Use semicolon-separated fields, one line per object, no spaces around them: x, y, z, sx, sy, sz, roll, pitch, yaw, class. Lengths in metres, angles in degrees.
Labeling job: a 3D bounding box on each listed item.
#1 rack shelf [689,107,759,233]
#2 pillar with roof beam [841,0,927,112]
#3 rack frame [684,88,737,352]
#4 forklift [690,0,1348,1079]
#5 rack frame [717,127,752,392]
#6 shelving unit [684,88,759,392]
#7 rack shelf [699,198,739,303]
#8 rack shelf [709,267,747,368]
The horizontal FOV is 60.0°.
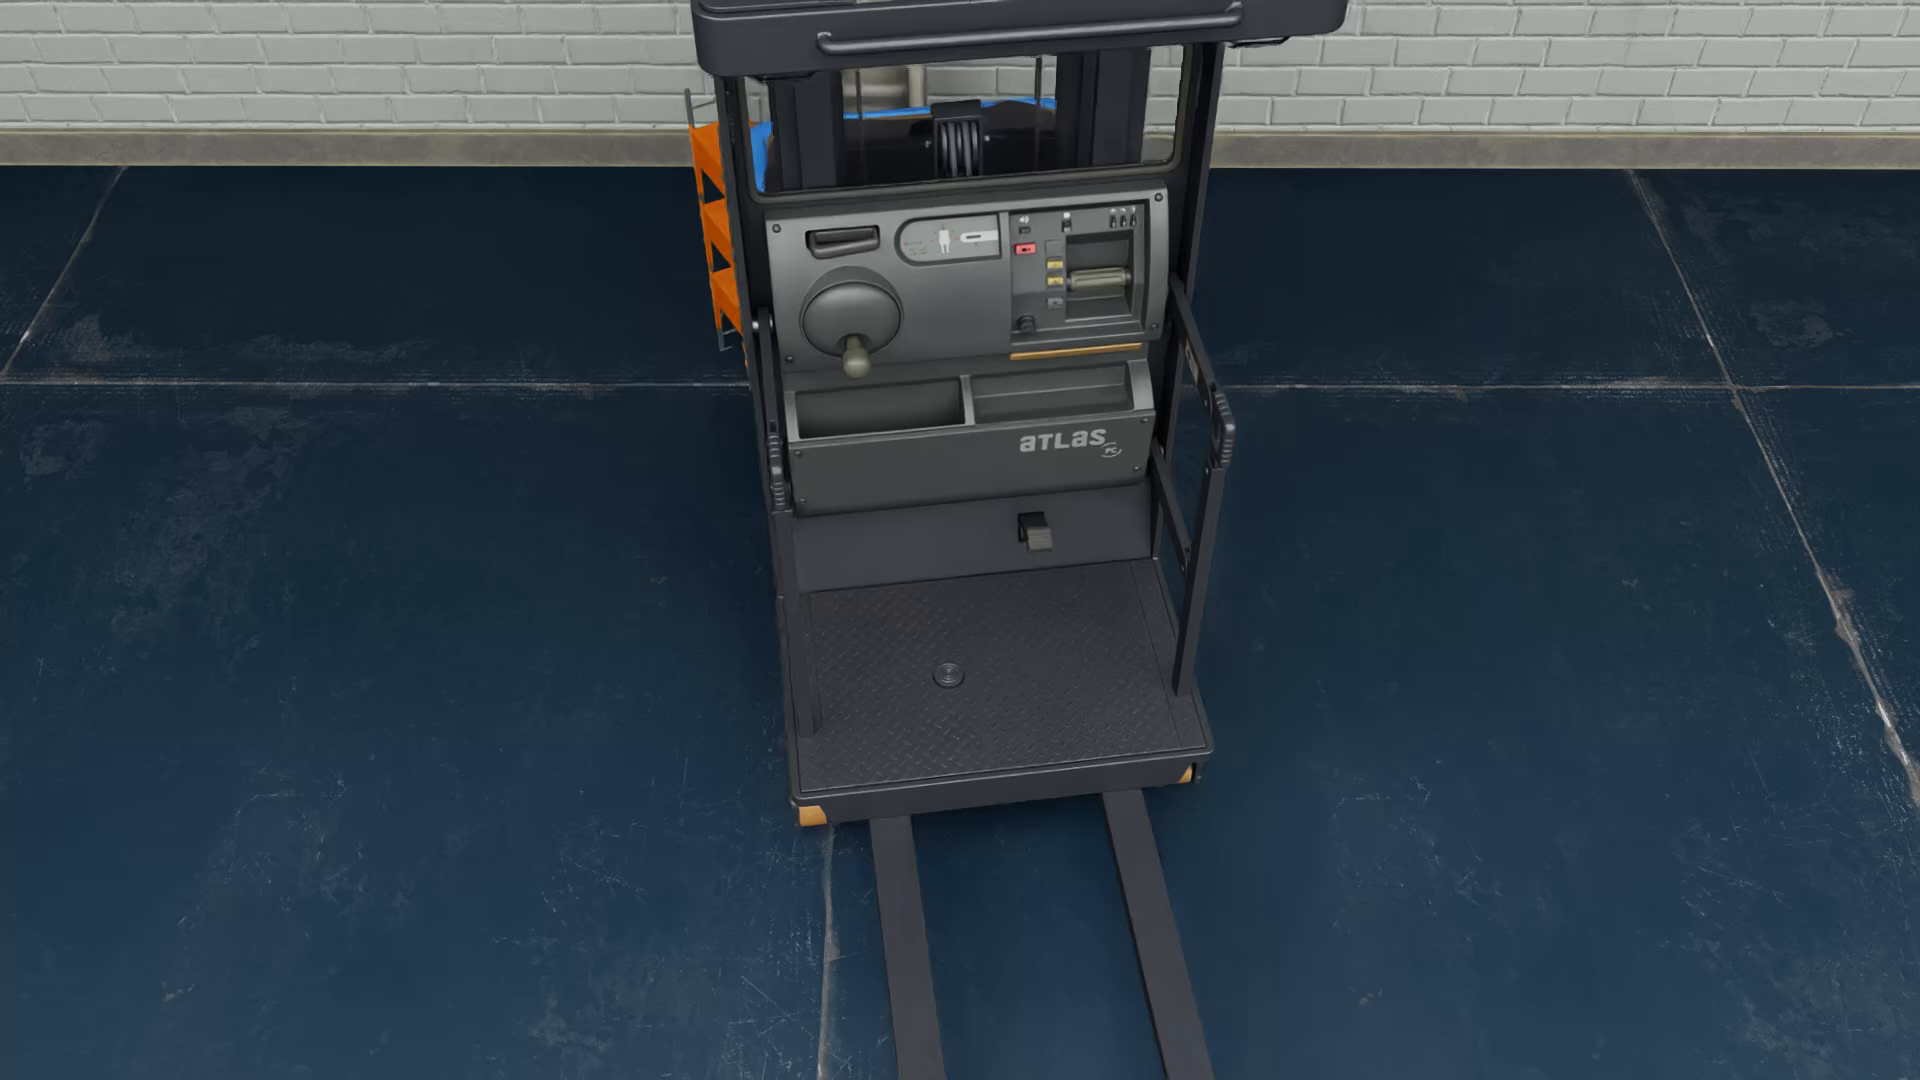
-0.698;-1.170;5.249;0.215;0.259;0.240;-23;51;-20;rack shelf
-0.344;-1.317;0.328;0.400;9.000;9.100;0;47;0;pillar with roof beam
-0.760;-1.061;5.520;0.200;1.050;0.008;-23;51;-20;rack frame
0.056;-0.504;3.717;1.130;2.935;3.031;-6;47;-5;forklift
-0.636;-0.907;5.377;0.200;1.050;0.008;-23;51;-20;rack frame
-0.698;-0.984;5.449;0.215;1.050;0.252;-23;51;-20;shelving unit
-0.698;-0.977;5.456;0.215;0.259;0.240;-23;51;-20;rack shelf
-0.698;-0.787;5.660;0.215;0.259;0.240;-23;51;-20;rack shelf
